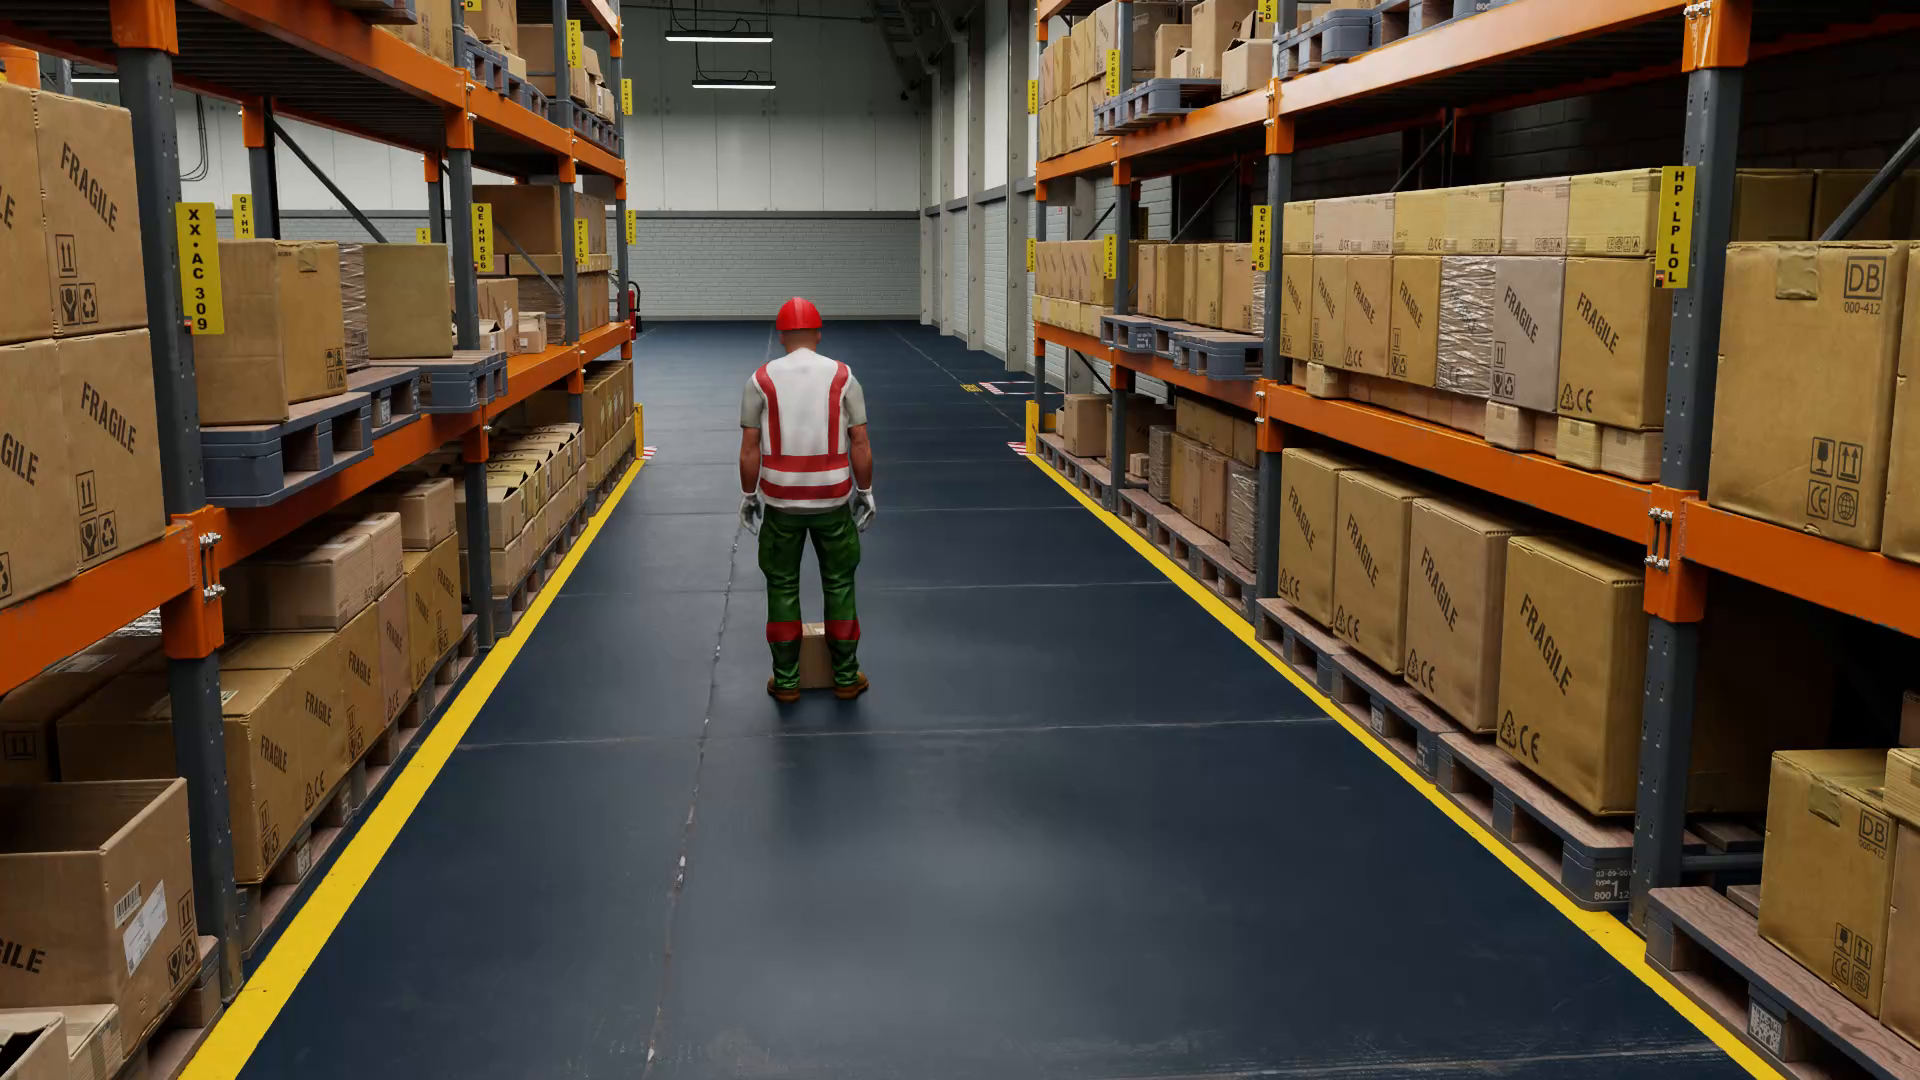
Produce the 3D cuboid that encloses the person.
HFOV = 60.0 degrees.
[{"bbox_3d":[-0.675,-0.176,7.367,0.604,1.778,0.453,-1,10,-6],"label":"person"}]
